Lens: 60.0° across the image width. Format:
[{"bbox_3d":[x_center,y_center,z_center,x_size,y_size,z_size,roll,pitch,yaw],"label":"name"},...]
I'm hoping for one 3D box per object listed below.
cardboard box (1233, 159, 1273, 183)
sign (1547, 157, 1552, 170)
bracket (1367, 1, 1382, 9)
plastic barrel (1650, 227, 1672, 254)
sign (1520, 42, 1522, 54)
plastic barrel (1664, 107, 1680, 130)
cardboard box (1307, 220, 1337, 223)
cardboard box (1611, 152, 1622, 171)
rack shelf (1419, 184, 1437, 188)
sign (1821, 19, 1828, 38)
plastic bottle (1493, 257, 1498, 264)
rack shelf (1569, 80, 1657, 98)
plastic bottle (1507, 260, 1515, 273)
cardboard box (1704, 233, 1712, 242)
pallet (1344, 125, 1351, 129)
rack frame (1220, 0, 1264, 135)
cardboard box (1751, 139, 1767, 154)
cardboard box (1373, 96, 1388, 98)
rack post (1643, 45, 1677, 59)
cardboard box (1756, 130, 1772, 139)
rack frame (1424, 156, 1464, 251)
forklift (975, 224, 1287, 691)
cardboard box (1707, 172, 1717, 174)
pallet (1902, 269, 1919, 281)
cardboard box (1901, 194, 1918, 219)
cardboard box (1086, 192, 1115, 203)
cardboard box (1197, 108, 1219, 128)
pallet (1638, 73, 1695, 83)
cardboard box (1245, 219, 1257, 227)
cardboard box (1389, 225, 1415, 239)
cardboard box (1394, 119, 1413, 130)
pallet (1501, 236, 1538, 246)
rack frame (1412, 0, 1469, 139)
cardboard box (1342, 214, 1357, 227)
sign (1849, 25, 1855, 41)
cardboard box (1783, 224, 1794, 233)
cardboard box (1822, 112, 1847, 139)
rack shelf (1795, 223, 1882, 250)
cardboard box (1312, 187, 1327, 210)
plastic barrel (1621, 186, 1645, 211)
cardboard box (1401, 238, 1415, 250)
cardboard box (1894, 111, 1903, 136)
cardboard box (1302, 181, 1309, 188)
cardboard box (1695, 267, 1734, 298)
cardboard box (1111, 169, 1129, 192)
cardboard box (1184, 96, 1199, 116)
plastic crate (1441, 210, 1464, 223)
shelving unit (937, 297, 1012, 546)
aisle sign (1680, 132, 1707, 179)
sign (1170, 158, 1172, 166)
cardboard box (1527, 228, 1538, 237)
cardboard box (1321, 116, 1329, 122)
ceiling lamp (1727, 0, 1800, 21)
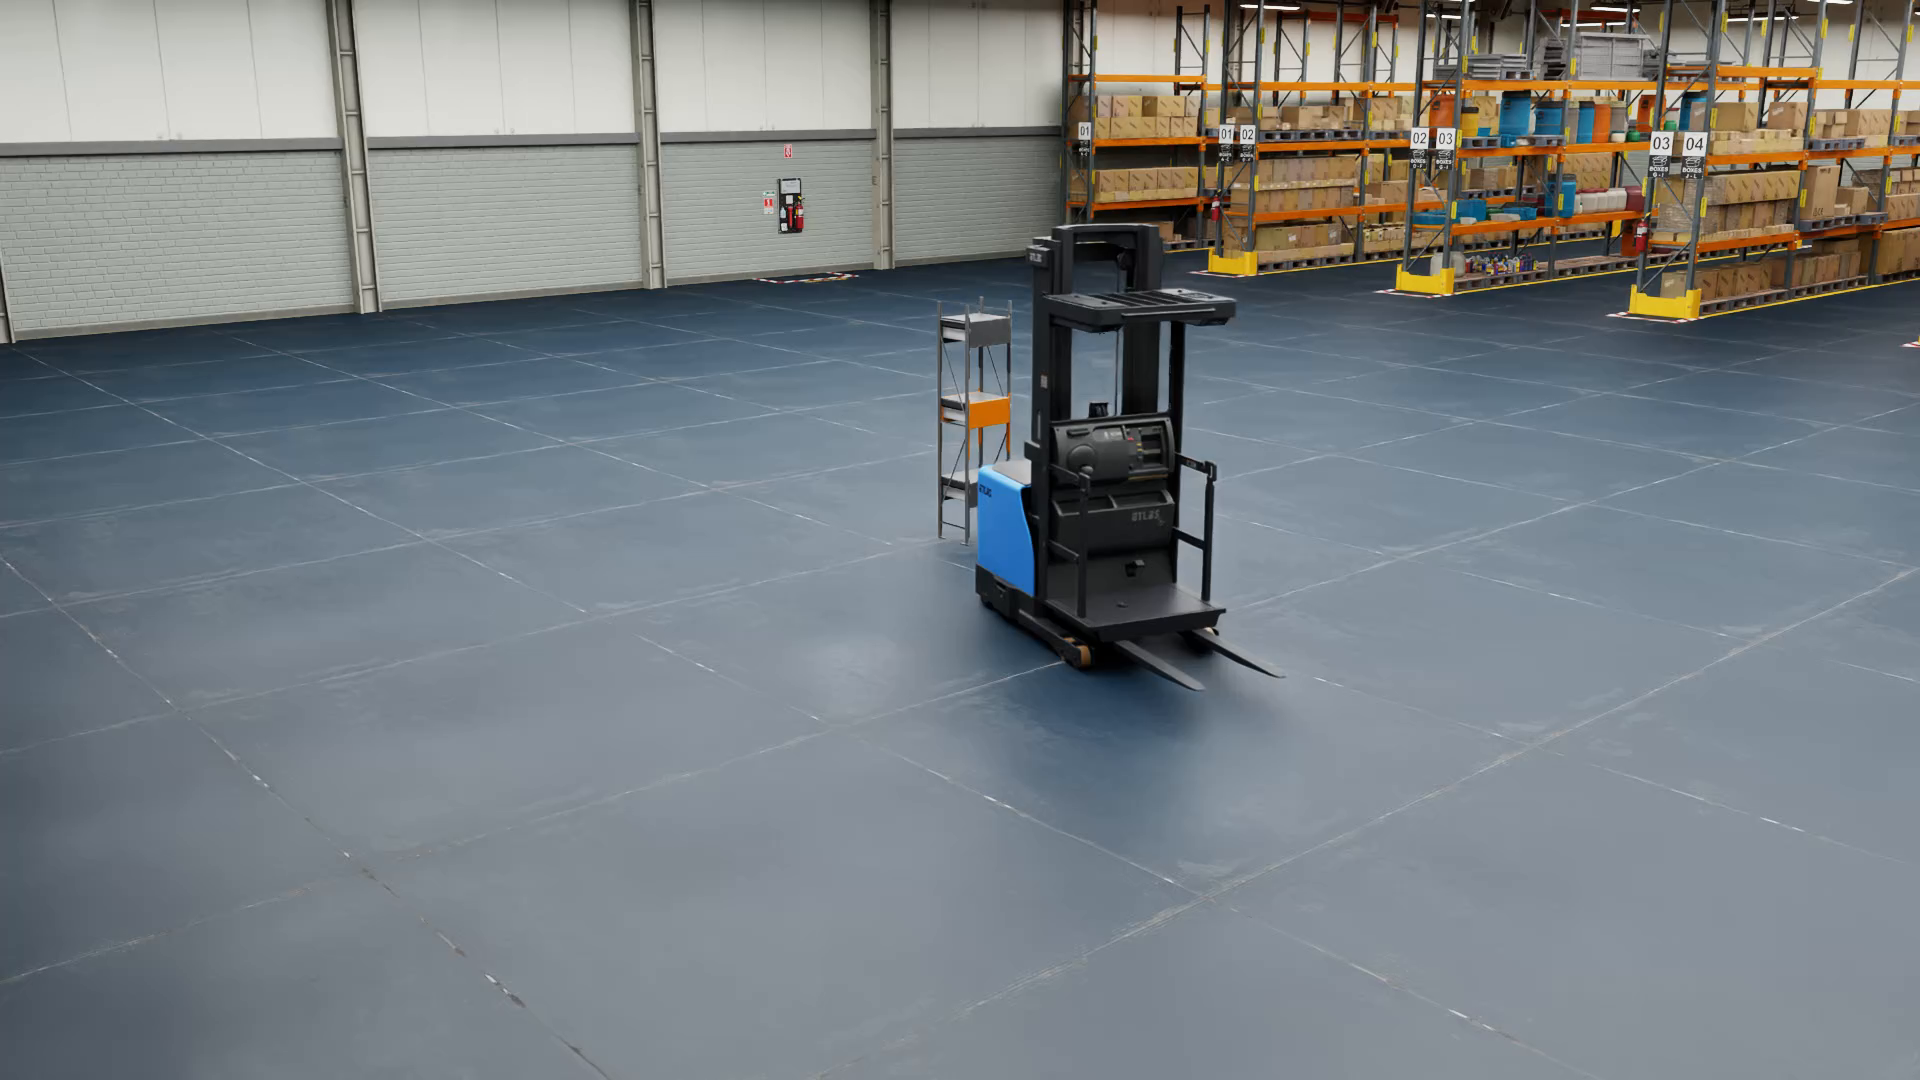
[{"bbox_3d":[6.483,-8.169,36.813,0.500,0.500,0.700,-13,19,-39],"label":"cardboard box"},{"bbox_3d":[15.502,-9.893,43.732,0.005,0.325,0.100,-13,19,-39],"label":"sign"},{"bbox_3d":[11.760,-15.190,47.205,0.430,0.232,0.235,-13,19,-39],"label":"bracket"},{"bbox_3d":[16.576,-7.114,39.430,0.708,0.588,0.600,-13,19,-39],"label":"plastic barrel"},{"bbox_3d":[14.792,-12.938,43.786,0.005,0.325,0.100,-13,19,-39],"label":"sign"},{"bbox_3d":[16.604,-9.846,38.910,0.433,0.535,0.433,0,15,0],"label":"plastic barrel"},{"bbox_3d":[8.544,-7.305,39.348,0.500,0.500,0.500,-13,19,-39],"label":"cardboard box"},{"bbox_3d":[17.997,-10.521,46.196,0.500,0.500,0.500,-13,20,-40],"label":"cardboard box"},{"bbox_3d":[13.389,-10.396,49.253,4.000,0.370,1.077,-13,19,-39],"label":"rack shelf"},{"bbox_3d":[15.942,-9.436,30.675,0.005,0.325,0.100,-13,19,-39],"label":"sign"},{"bbox_3d":[11.437,-5.912,35.503,0.097,0.271,0.097,0,15,0],"label":"plastic bottle"},{"bbox_3d":[13.857,-9.818,36.236,4.000,0.370,1.077,-13,19,-39],"label":"rack shelf"},{"bbox_3d":[11.538,-5.739,34.847,0.135,0.276,0.152,-12,19,-38],"label":"plastic bottle"},{"bbox_3d":[13.155,-5.398,29.635,0.250,0.149,0.380,-13,19,-39],"label":"cardboard box"},{"bbox_3d":[11.221,-11.597,46.912,1.217,0.209,0.805,-14,20,-42],"label":"pallet"},{"bbox_3d":[6.082,-10.307,35.899,0.127,3.000,1.000,-13,19,-39],"label":"rack frame"},{"bbox_3d":[14.266,-7.148,30.177,0.500,0.250,0.500,-12,19,-38],"label":"cardboard box"},{"bbox_3d":[12.254,-12.559,47.973,0.500,0.500,0.500,-13,20,-40],"label":"cardboard box"},{"bbox_3d":[15.889,-11.097,37.859,0.986,0.289,0.624,-13,19,-39],"label":"rack post"},{"bbox_3d":[14.553,-7.391,30.312,0.250,0.149,0.380,-12,19,-37],"label":"cardboard box"},{"bbox_3d":[12.117,-8.764,41.747,0.127,3.000,1.000,-13,19,-39],"label":"rack frame"},{"bbox_3d":[1.177,-0.654,11.517,1.130,2.935,3.031,-6,16,-23],"label":"forklift"},{"bbox_3d":[13.587,-6.466,30.436,0.500,0.500,0.500,-13,19,-39],"label":"cardboard box"},{"bbox_3d":[20.181,-5.812,36.099,1.213,0.211,1.003,-13,19,-39],"label":"pallet"},{"bbox_3d":[19.934,-7.088,35.278,0.500,0.500,0.500,-13,20,-40],"label":"cardboard box"},{"bbox_3d":[3.404,-8.330,40.376,0.500,0.250,0.500,-13,20,-41],"label":"cardboard box"},{"bbox_3d":[6.310,-10.827,42.652,0.500,0.500,0.500,-9,18,-32],"label":"cardboard box"},{"bbox_3d":[15.930,-10.529,37.871,1.003,0.211,1.213,-13,19,-39],"label":"pallet"},{"bbox_3d":[7.532,-8.446,44.548,0.500,0.500,0.700,-13,20,-40],"label":"cardboard box"},{"bbox_3d":[10.734,-7.514,40.495,0.500,0.311,0.500,-12,19,-38],"label":"cardboard box"},{"bbox_3d":[10.582,-9.978,39.956,0.500,0.250,0.500,14,20,42],"label":"cardboard box"},{"bbox_3d":[14.546,-7.949,44.100,1.213,0.211,1.003,-13,19,-39],"label":"pallet"},{"bbox_3d":[9.331,-9.342,32.286,0.127,3.000,1.000,-13,19,-39],"label":"rack frame"},{"bbox_3d":[10.806,-9.283,47.042,0.750,0.750,0.750,-12,19,-38],"label":"cardboard box"},{"bbox_3d":[18.250,-10.368,34.011,0.005,0.325,0.100,-13,19,-39],"label":"sign"},{"bbox_3d":[15.630,-5.942,31.669,0.250,0.149,0.380,-13,19,-39],"label":"cardboard box"},{"bbox_3d":[16.729,-8.079,32.357,0.637,0.503,0.797,-12,19,-37],"label":"cardboard box"},{"bbox_3d":[17.108,-6.148,33.349,4.000,0.370,1.077,-13,19,-39],"label":"rack shelf"},{"bbox_3d":[7.994,-7.883,38.256,0.500,0.500,0.700,-12,19,-39],"label":"cardboard box"},{"bbox_3d":[15.215,-7.727,37.602,0.708,0.536,0.600,-13,19,-39],"label":"plastic barrel"},{"bbox_3d":[10.726,-7.241,40.561,0.500,0.250,0.500,-12,19,-38],"label":"cardboard box"},{"bbox_3d":[19.030,-8.654,34.509,0.637,0.503,0.797,-11,19,-36],"label":"cardboard box"},{"bbox_3d":[7.680,-8.055,37.643,0.250,0.149,0.380,-12,19,-39],"label":"cardboard box"},{"bbox_3d":[13.977,-4.787,30.890,0.500,0.500,0.500,-10,18,-34],"label":"cardboard box"},{"bbox_3d":[3.764,-8.776,40.591,0.500,0.500,0.500,-13,19,-39],"label":"cardboard box"},{"bbox_3d":[5.645,-10.902,41.771,0.500,0.500,0.500,14,20,42],"label":"cardboard box"},{"bbox_3d":[10.006,-6.624,34.023,0.408,0.251,0.499,-13,19,-39],"label":"plastic crate"},{"bbox_3d":[0.125,-1.042,14.584,0.503,2.100,0.431,-13,19,-39],"label":"shelving unit"},{"bbox_3d":[12.732,-6.666,28.857,0.004,0.787,0.394,-13,19,-39],"label":"aisle sign"},{"bbox_3d":[5.478,-9.717,43.071,0.005,0.325,0.100,-13,19,-39],"label":"sign"},{"bbox_3d":[14.951,-8.307,44.028,0.500,0.500,0.500,-13,20,-40],"label":"cardboard box"},{"bbox_3d":[8.139,-9.637,38.292,0.500,0.311,0.500,-14,20,-42],"label":"cardboard box"},{"bbox_3d":[21.816,-15.804,45.169,0.800,3.185,2.000,-13,19,-39],"label":"ceiling lamp"}]
